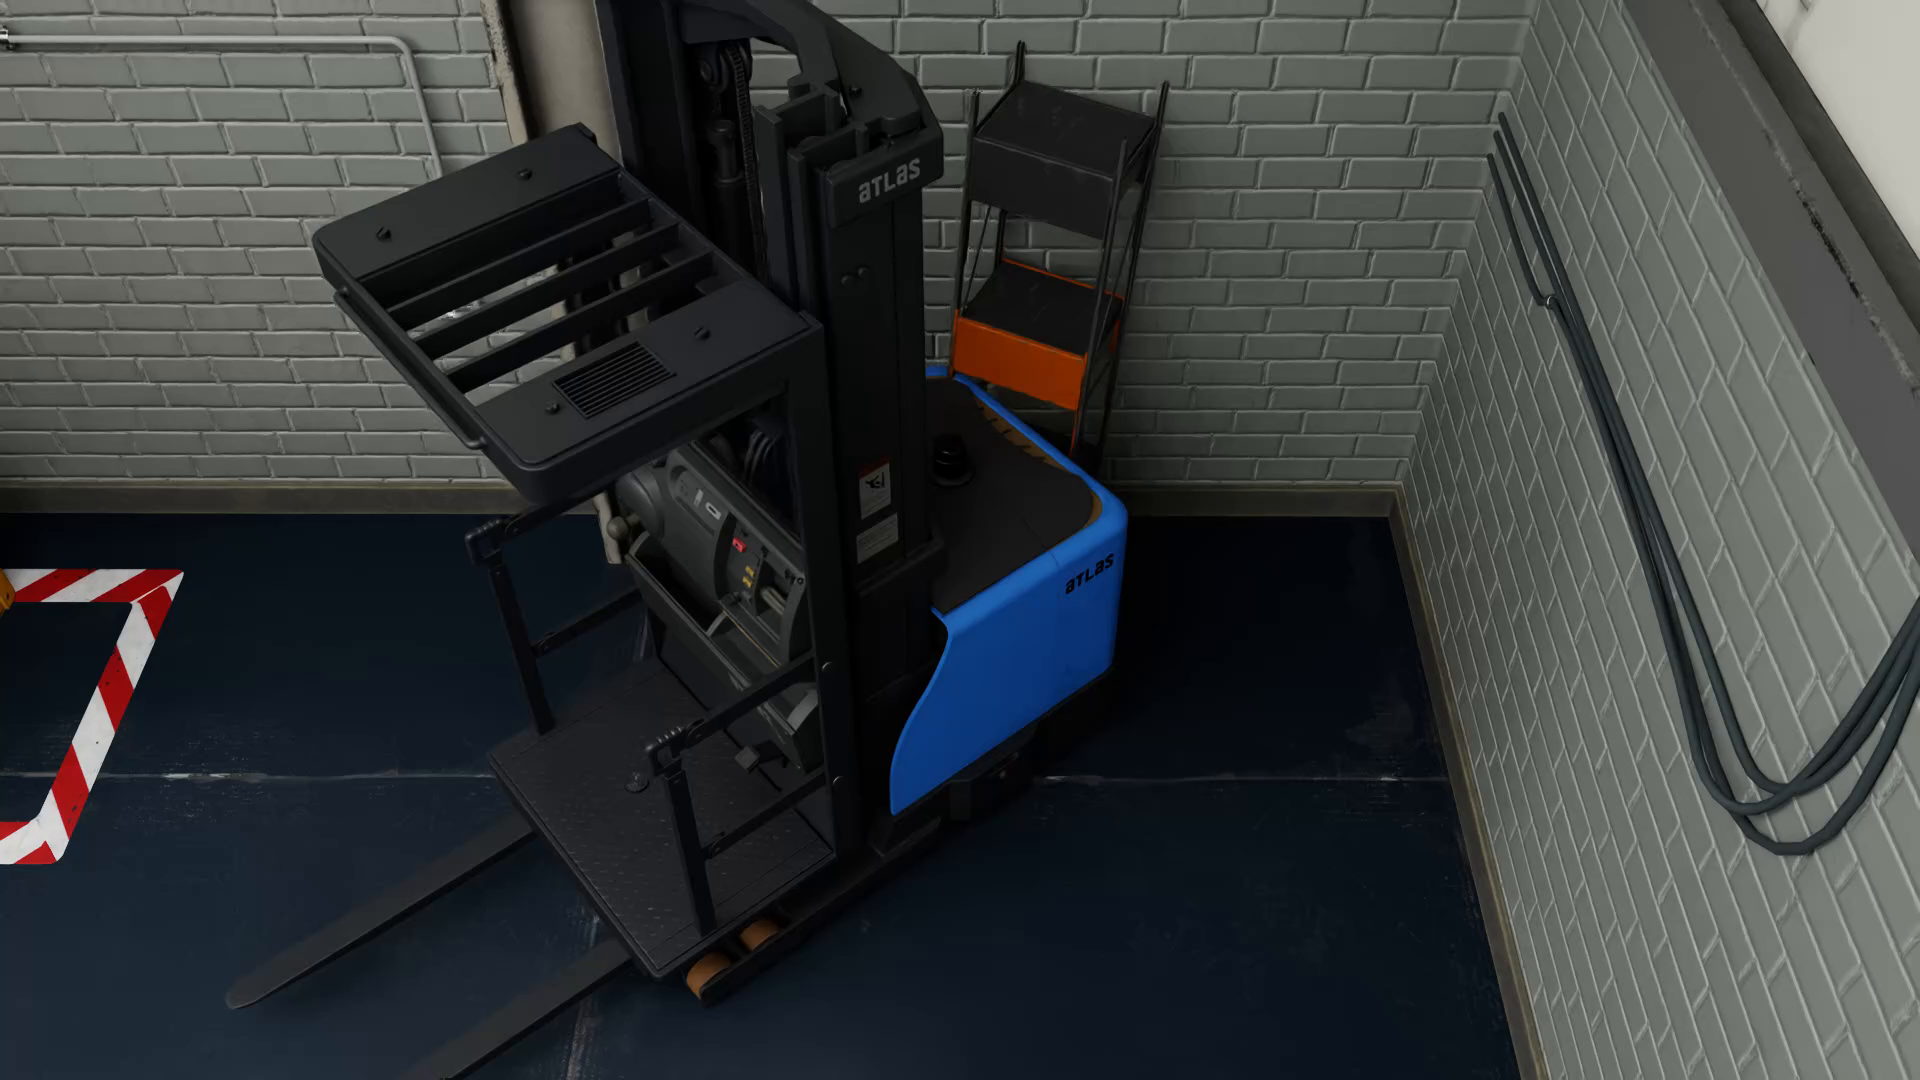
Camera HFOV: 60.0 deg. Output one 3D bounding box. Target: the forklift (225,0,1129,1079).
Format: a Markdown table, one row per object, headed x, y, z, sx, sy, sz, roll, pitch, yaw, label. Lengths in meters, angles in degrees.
| x | y | z | sx | sy | sz | roll | pitch | yaw | label |
| --- | --- | --- | --- | --- | --- | --- | --- | --- | --- |
| -0.894 | 0.045 | 4.705 | 3.031 | 2.935 | 1.130 | -31 | 54 | -26 | forklift |

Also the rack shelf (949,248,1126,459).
| x | y | z | sx | sy | sz | roll | pitch | yaw | label |
| --- | --- | --- | --- | --- | --- | --- | --- | --- | --- |
| 0.267 | -0.639 | 5.852 | 0.480 | 0.518 | 0.431 | 20 | 47 | 14 | rack shelf |

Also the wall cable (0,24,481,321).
| x | y | z | sx | sy | sz | roll | pitch | yaw | label |
| --- | --- | --- | --- | --- | --- | --- | --- | --- | --- |
| -2.632 | -1.450 | 5.356 | 1.851 | 1.984 | 0.084 | 0 | 47 | 0 | wall cable |

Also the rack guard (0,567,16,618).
| x | y | z | sx | sy | sz | roll | pitch | yaw | label |
| --- | --- | --- | --- | --- | --- | --- | --- | --- | --- |
| -3.891 | 0.437 | 6.002 | 0.348 | 0.500 | 1.175 | 0 | 47 | 0 | rack guard |

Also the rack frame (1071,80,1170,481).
| x | y | z | sx | sy | sz | roll | pitch | yaw | label |
| --- | --- | --- | --- | --- | --- | --- | --- | --- | --- |
| 0.490 | -0.567 | 5.784 | 0.015 | 2.100 | 0.400 | 20 | 47 | 14 | rack frame |

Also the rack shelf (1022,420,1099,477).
| x | y | z | sx | sy | sz | roll | pitch | yaw | label |
| --- | --- | --- | --- | --- | --- | --- | --- | --- | --- |
| 0.216 | -0.146 | 6.346 | 0.480 | 0.518 | 0.431 | 20 | 47 | 14 | rack shelf |

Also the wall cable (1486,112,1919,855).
| x | y | z | sx | sy | sz | roll | pitch | yaw | label |
| --- | --- | --- | --- | --- | --- | --- | --- | --- | --- |
| 1.739 | -1.124 | 3.770 | 0.112 | 2.526 | 3.097 | 0 | 47 | 0 | wall cable |

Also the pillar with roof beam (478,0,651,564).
| x | y | z | sx | sy | sz | roll | pitch | yaw | label |
| --- | --- | --- | --- | --- | --- | --- | --- | --- | --- |
| -1.228 | 0.067 | 0.540 | 0.400 | 9.000 | 9.100 | 0 | 47 | 0 | pillar with roof beam |

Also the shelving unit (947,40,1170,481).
| x | y | z | sx | sy | sz | roll | pitch | yaw | label |
| --- | --- | --- | --- | --- | --- | --- | --- | --- | --- |
| 0.268 | -0.648 | 5.842 | 0.503 | 2.100 | 0.431 | 20 | 47 | 14 | shelving unit |

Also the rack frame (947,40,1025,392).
| x | y | z | sx | sy | sz | roll | pitch | yaw | label |
| --- | --- | --- | --- | --- | --- | --- | --- | --- | --- |
| 0.045 | -0.730 | 5.901 | 0.015 | 2.100 | 0.400 | 20 | 47 | 14 | rack frame |

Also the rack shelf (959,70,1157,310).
| x | y | z | sx | sy | sz | roll | pitch | yaw | label |
| --- | --- | --- | --- | --- | --- | --- | --- | --- | --- |
| 0.317 | -1.132 | 5.358 | 0.480 | 0.518 | 0.431 | 20 | 47 | 14 | rack shelf |
